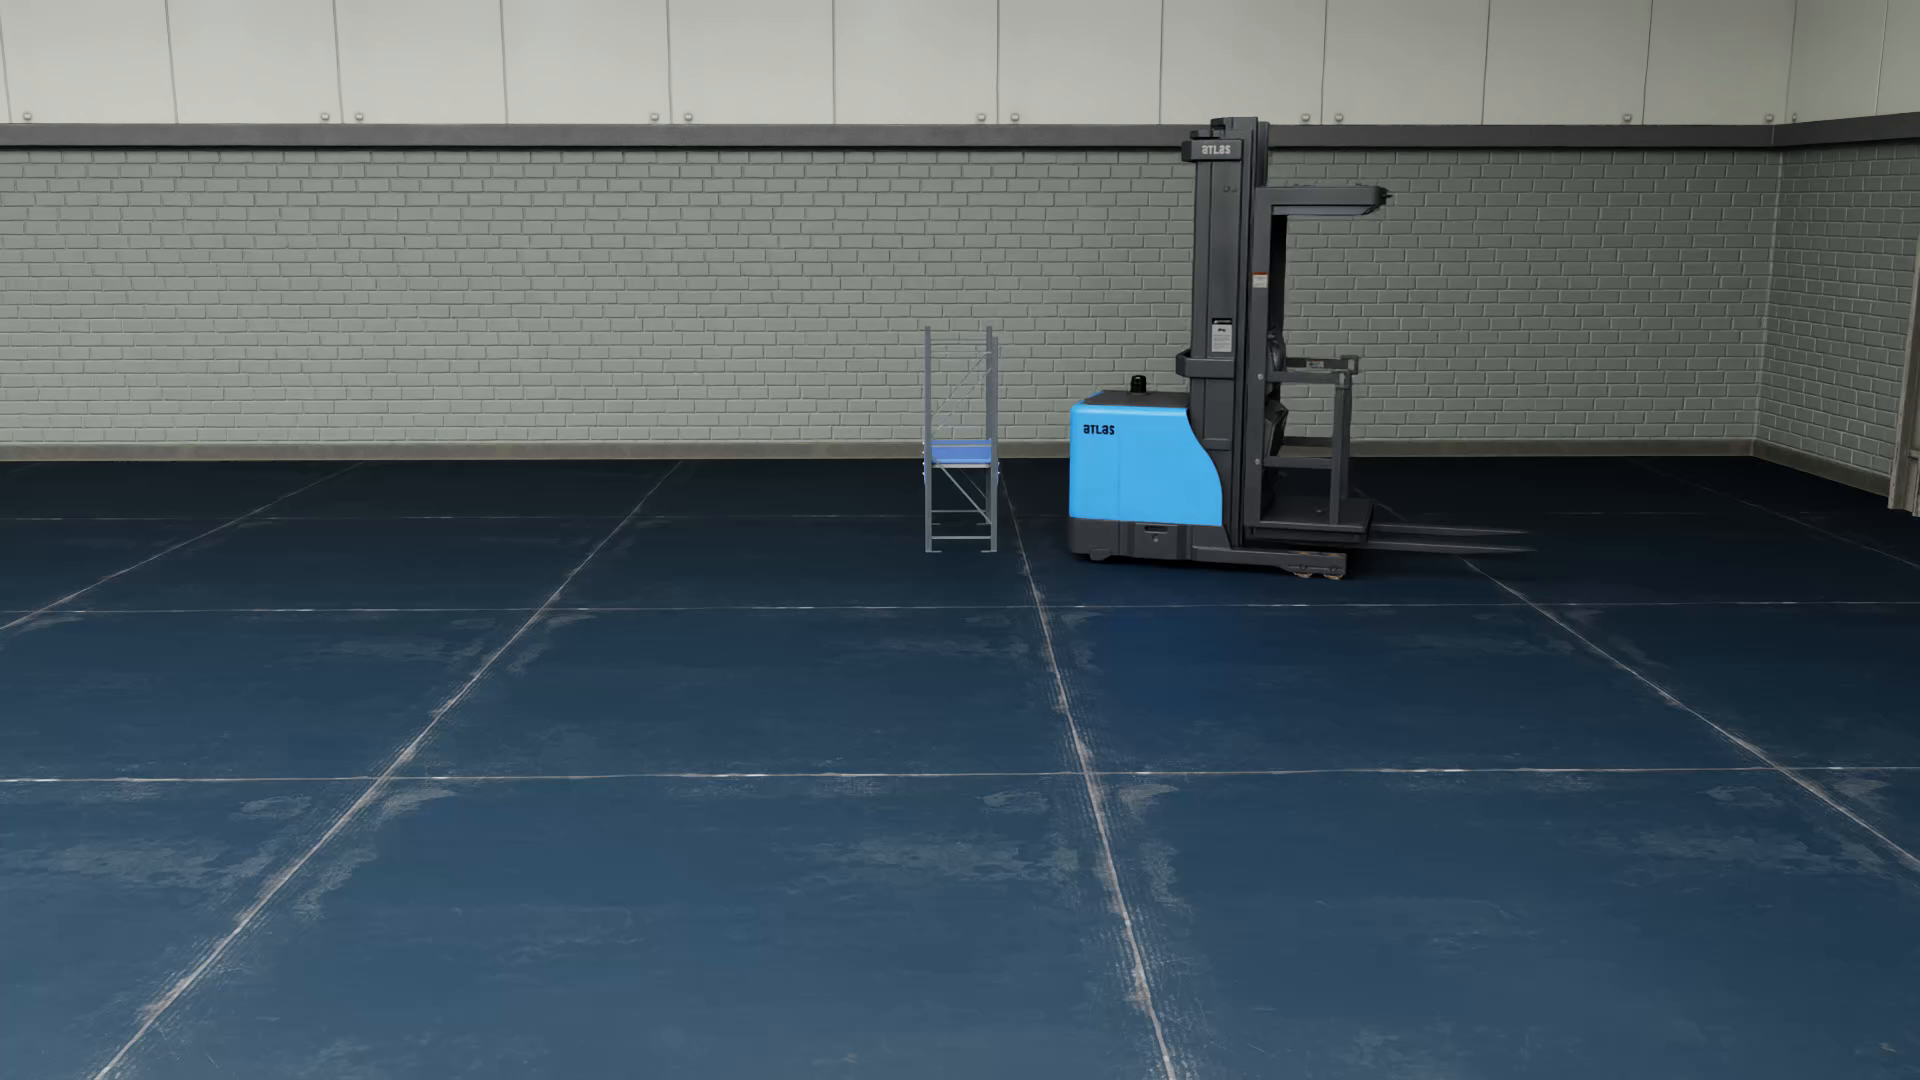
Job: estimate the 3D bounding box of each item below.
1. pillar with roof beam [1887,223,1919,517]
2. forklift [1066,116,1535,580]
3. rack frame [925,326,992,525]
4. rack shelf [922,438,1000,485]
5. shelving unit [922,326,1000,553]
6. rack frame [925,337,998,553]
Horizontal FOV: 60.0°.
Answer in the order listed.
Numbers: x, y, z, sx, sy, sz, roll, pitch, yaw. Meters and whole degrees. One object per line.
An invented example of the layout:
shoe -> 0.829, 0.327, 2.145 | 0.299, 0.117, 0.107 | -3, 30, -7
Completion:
pillar with roof beam -> 3.294, -4.615, 12.172 | 9.100, 9.000, 0.400 | 0, 11, -1
forklift -> 2.301, -1.297, 11.081 | 3.031, 2.935, 1.130 | 3, 12, 16
rack frame -> -0.012, -0.853, 12.492 | 0.500, 1.500, 0.032 | 0, 11, -1
rack shelf -> -0.002, -0.576, 12.029 | 0.538, 0.185, 1.000 | 0, 11, -1
shelving unit -> -0.002, -0.752, 11.994 | 0.538, 1.500, 1.048 | 0, 11, -1
rack frame -> 0.009, -0.651, 11.495 | 0.500, 1.500, 0.032 | 0, 11, -1
